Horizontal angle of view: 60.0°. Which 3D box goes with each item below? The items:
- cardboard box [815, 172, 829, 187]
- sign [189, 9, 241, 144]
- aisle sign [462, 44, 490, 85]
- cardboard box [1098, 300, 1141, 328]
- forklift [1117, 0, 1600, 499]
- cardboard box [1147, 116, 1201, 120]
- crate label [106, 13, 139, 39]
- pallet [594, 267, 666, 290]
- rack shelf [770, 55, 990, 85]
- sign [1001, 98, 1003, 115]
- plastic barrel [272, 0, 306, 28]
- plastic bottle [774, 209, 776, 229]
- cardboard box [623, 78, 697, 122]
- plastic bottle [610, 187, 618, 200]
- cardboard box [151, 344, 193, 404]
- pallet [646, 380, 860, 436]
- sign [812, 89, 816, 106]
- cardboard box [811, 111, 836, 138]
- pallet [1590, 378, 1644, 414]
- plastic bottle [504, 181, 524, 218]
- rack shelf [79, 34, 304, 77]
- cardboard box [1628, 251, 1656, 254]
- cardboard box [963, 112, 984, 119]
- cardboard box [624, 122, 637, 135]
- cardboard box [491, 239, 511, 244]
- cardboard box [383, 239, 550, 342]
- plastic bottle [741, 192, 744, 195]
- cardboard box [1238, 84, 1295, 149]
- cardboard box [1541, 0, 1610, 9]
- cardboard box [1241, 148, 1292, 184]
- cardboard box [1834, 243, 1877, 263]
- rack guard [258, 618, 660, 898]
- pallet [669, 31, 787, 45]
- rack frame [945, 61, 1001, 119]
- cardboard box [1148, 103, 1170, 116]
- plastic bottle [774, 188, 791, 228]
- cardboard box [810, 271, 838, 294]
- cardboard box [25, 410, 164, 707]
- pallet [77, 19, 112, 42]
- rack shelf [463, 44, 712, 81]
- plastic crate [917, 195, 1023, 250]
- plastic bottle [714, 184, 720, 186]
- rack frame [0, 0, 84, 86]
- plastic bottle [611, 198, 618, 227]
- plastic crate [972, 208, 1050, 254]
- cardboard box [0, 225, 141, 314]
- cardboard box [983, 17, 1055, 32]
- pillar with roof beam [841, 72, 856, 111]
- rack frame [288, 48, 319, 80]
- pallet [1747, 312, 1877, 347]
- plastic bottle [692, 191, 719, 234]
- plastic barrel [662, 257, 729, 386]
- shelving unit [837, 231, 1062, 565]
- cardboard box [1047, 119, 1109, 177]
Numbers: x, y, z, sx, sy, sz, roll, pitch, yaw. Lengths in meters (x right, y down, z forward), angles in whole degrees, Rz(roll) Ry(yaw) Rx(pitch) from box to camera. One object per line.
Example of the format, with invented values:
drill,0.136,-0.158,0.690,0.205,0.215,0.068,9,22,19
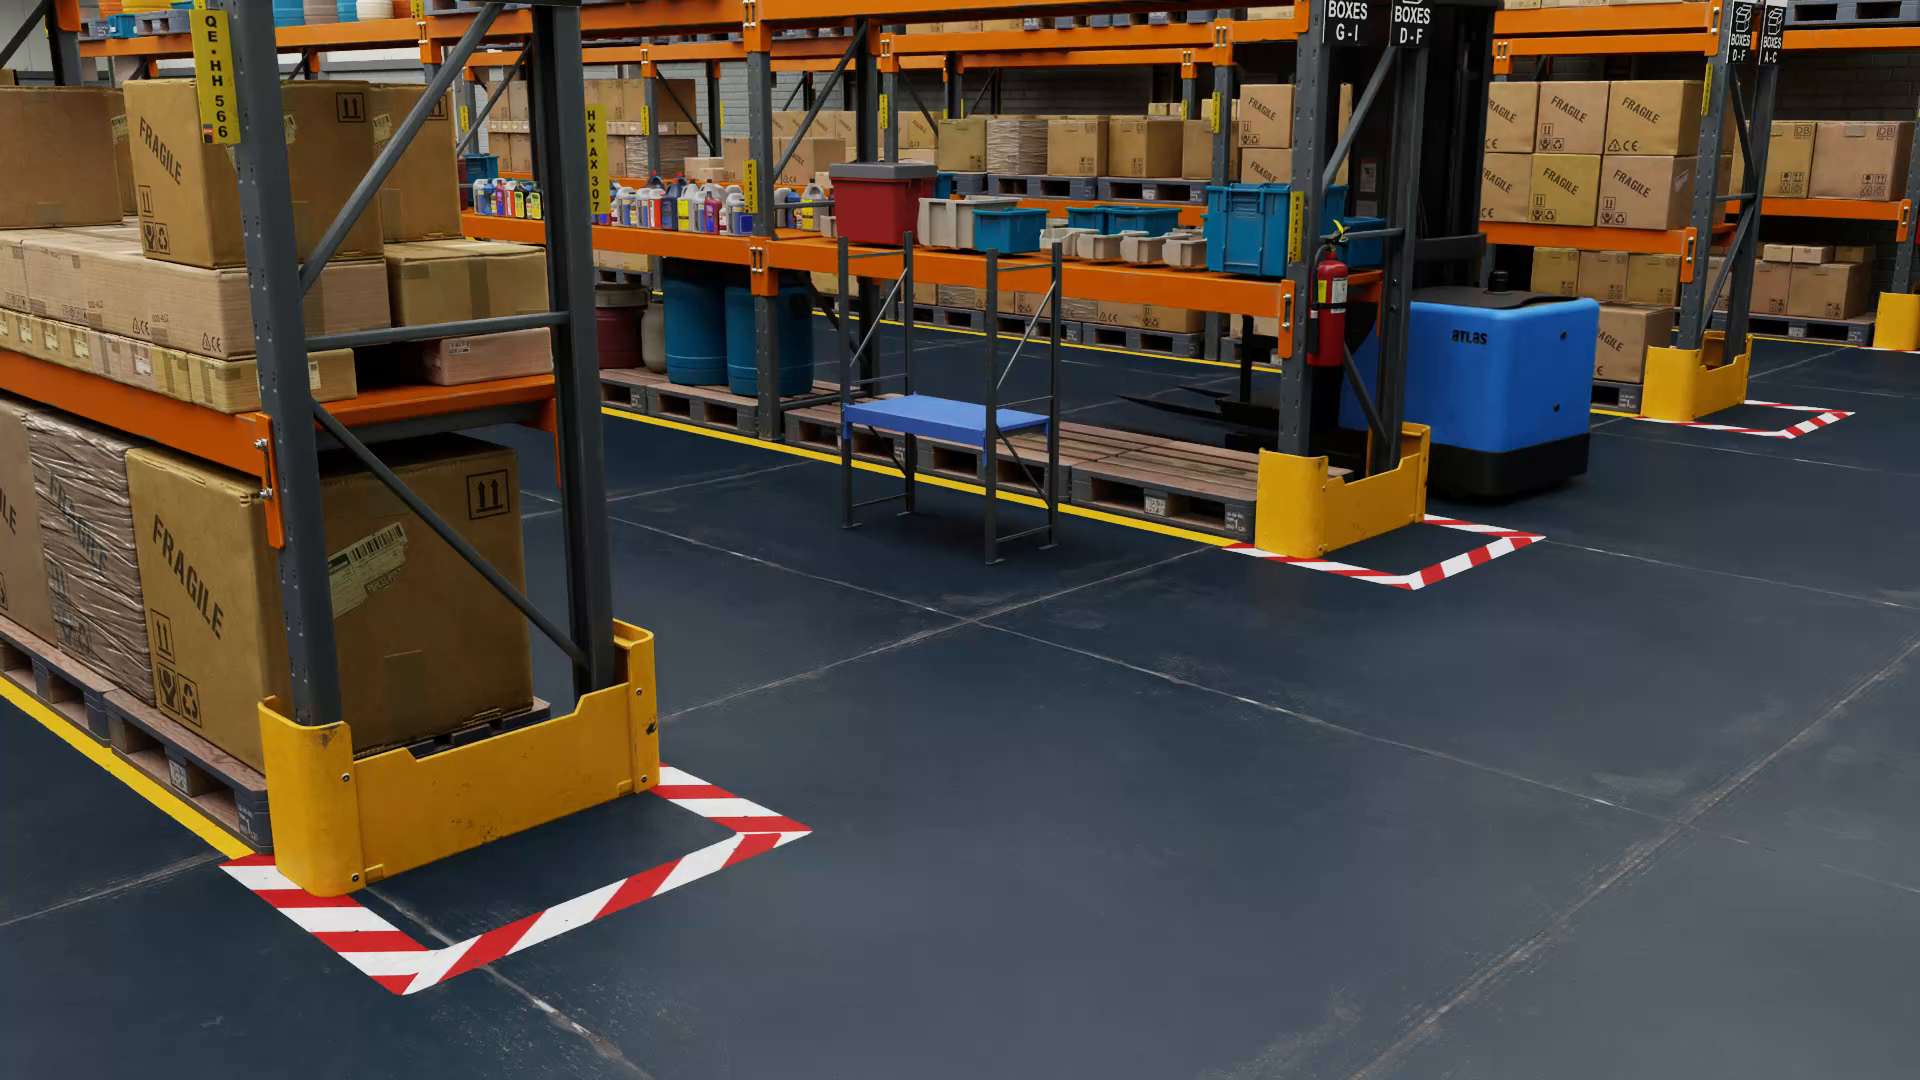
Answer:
cardboard box,-1.331,-3.880,17.873,0.380,0.149,0.250,-13,19,-40
sign,-1.881,-1.170,4.208,0.005,0.325,0.100,14,20,42
aisle sign,-6.393,-6.403,21.900,0.004,0.787,0.394,14,20,42
cardboard box,1.601,-2.214,15.067,0.500,0.500,0.500,14,20,42
forklift,2.309,-1.954,10.118,1.130,2.935,3.031,-12,19,-39
cardboard box,2.716,-5.030,20.718,0.500,0.500,0.700,11,18,36
crate label,-8.456,-5.282,17.102,0.408,0.251,0.502,14,20,42
pallet,-3.797,-3.286,20.626,1.213,0.211,1.003,14,20,42
rack shelf,-1.258,-6.842,24.220,4.000,0.370,1.077,14,20,42
sign,0.564,-6.050,23.407,0.005,0.325,0.100,14,20,42
plastic barrel,-6.178,-5.235,15.631,0.708,0.901,0.600,14,20,42
plastic bottle,-1.341,-2.282,11.637,0.097,0.201,0.097,0,15,0
cardboard box,-3.578,-5.242,19.828,0.500,0.500,0.700,14,20,42
plastic bottle,-2.490,-2.404,11.966,0.097,0.271,0.097,0,15,0
cardboard box,-2.167,-0.517,4.967,0.250,0.149,0.380,14,20,43
pallet,-1.462,-0.984,11.788,1.213,0.211,1.003,14,20,42
sign,-2.298,-6.899,26.038,0.005,0.325,0.100,14,20,42
cardboard box,-1.846,-6.071,24.552,0.500,0.500,0.500,13,19,40
pallet,4.755,-1.192,12.588,1.213,0.211,1.003,14,20,42
plastic bottle,-3.395,-2.615,12.765,0.135,0.276,0.152,14,20,42
rack shelf,-8.134,-5.044,17.318,4.000,0.370,1.077,14,20,42
cardboard box,6.904,-2.962,16.690,0.250,0.149,0.380,13,19,41
cardboard box,-0.012,-5.809,23.547,0.500,0.500,0.500,13,19,41
cardboard box,-3.775,-4.903,19.817,0.250,0.149,0.380,13,20,41
cardboard box,-5.902,-3.927,22.176,0.500,0.250,0.500,14,20,42
cardboard box,-1.652,-0.796,5.244,0.500,0.250,0.500,13,19,41
plastic bottle,-1.543,-2.431,12.044,0.133,0.283,0.061,14,20,42
cardboard box,2.649,-3.487,13.686,0.500,0.500,0.500,-14,20,-43
cardboard box,4.479,-3.899,11.796,0.500,0.250,0.500,14,20,42
cardboard box,2.683,-2.998,13.793,0.500,0.500,0.500,-14,20,-43
cardboard box,8.476,-2.715,15.740,0.250,0.149,0.380,14,20,43
rack guard,-1.477,0.623,5.051,0.348,0.500,1.175,14,20,42
pallet,-2.610,-5.696,18.773,1.217,0.209,0.805,13,19,40
rack frame,0.182,-5.389,23.164,0.127,3.000,1.000,14,20,42
cardboard box,2.550,-5.372,20.744,0.250,0.149,0.380,10,17,33
plastic bottle,-1.268,-2.344,11.727,0.135,0.276,0.152,14,20,42
cardboard box,-1.296,-2.799,17.845,0.500,0.250,0.500,13,20,42
cardboard box,-2.665,-0.023,5.952,0.875,0.875,0.875,14,20,42
pallet,-9.047,-5.488,17.971,1.213,0.211,1.003,14,20,42
rack shelf,-4.694,-5.942,20.767,4.000,0.370,1.077,14,20,42
plastic crate,0.036,-1.861,9.743,0.530,0.282,0.437,14,20,42
plastic bottle,-1.838,-2.483,12.259,0.135,0.276,0.152,14,20,42
rack frame,-4.374,-1.291,7.439,0.127,3.000,1.000,14,20,42
plastic bottle,-2.436,-2.336,11.843,0.097,0.201,0.097,0,15,0
plastic crate,0.287,-1.751,9.417,0.300,0.233,0.416,14,20,42
cardboard box,-3.136,-0.968,5.904,0.500,0.250,0.500,14,20,42
cardboard box,0.705,-5.038,15.672,0.500,0.500,0.910,14,20,42
pillar with roof beam,-4.582,-8.245,22.228,0.400,9.000,9.100,14,20,42
rack frame,-6.695,-3.590,16.263,0.127,3.000,1.000,14,20,42
pallet,8.190,-2.065,15.938,1.213,0.211,1.003,14,20,42
plastic bottle,-1.707,-2.205,11.190,0.135,0.276,0.152,14,20,42
plastic barrel,-1.825,-1.600,11.954,0.708,0.901,0.600,14,20,42
shelving unit,-0.061,-0.741,8.300,1.048,1.500,0.538,14,20,42
cardboard box,1.190,-3.638,15.415,0.500,0.500,0.700,8,17,28
